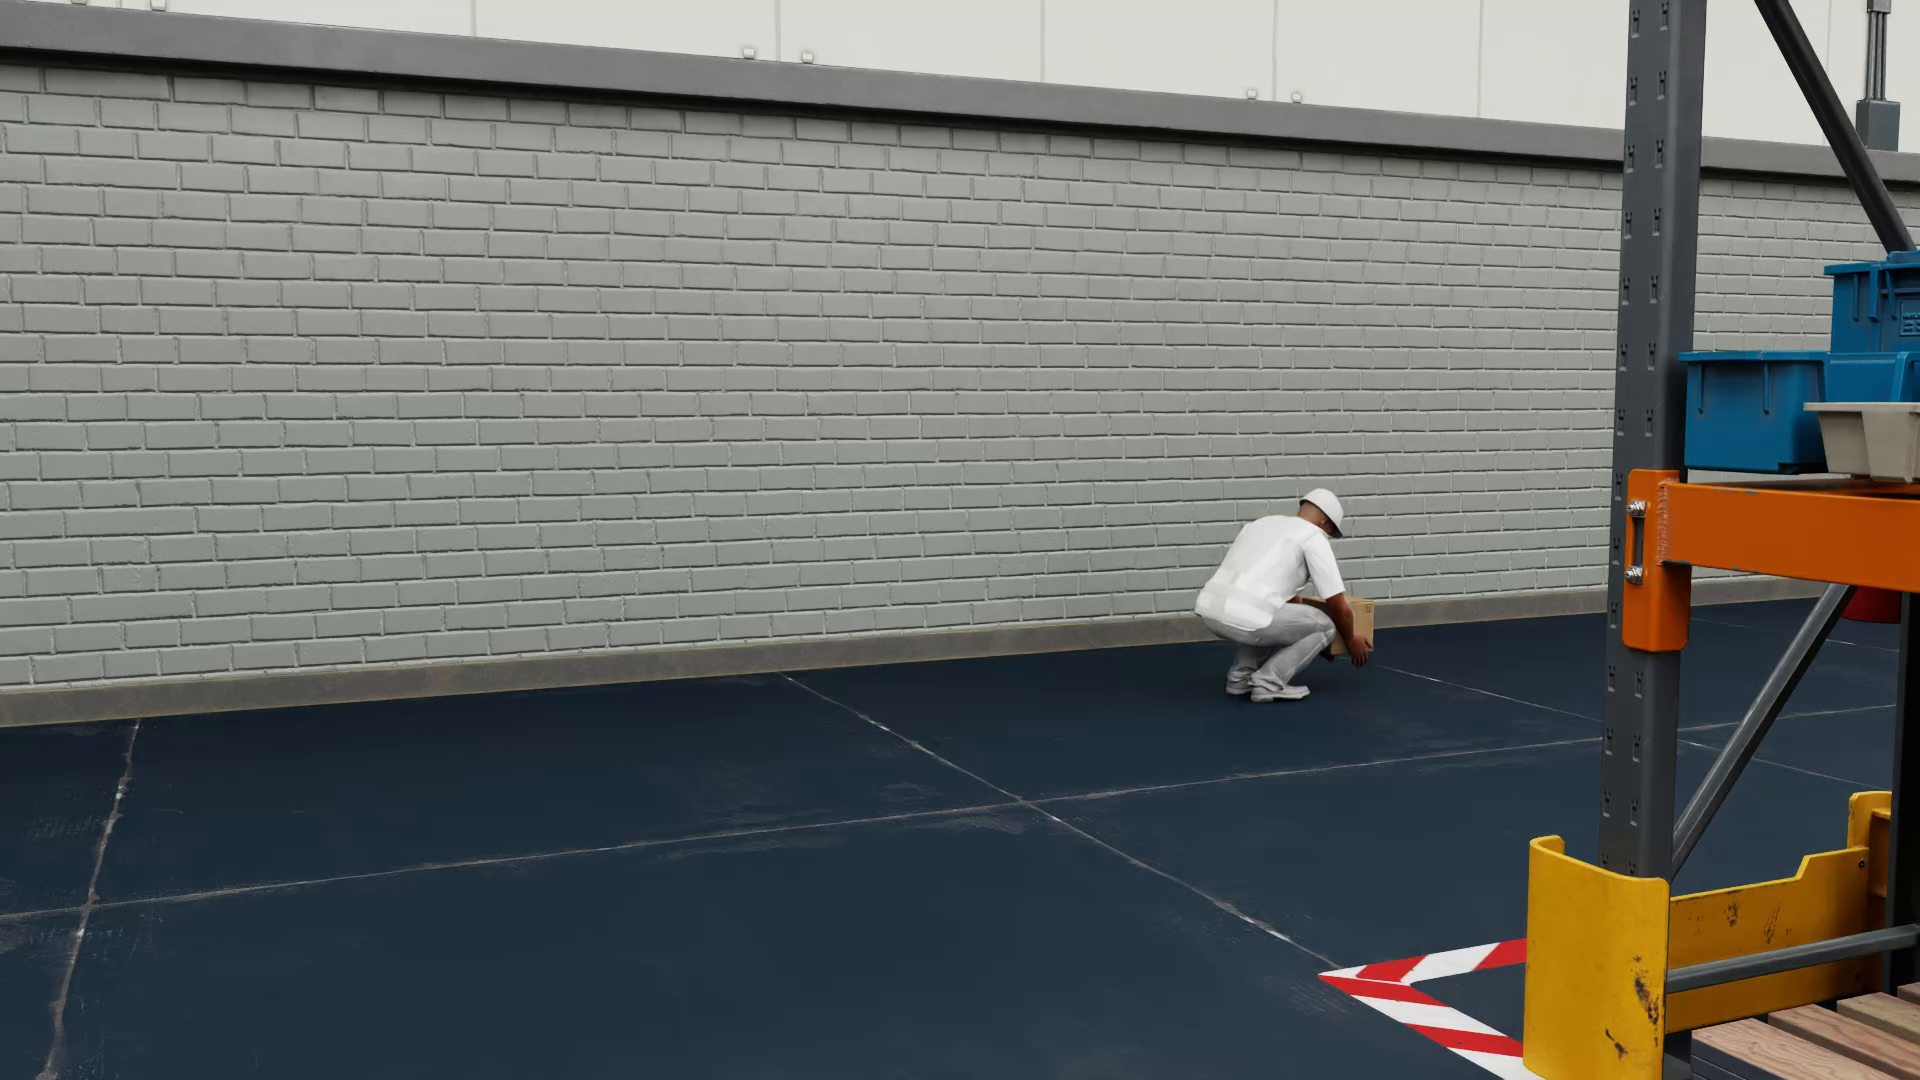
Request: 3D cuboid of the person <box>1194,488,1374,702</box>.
[{"bbox_3d":[1.553,0.258,8.052,0.865,0.999,0.588,-2,6,-24],"label":"person"}]
